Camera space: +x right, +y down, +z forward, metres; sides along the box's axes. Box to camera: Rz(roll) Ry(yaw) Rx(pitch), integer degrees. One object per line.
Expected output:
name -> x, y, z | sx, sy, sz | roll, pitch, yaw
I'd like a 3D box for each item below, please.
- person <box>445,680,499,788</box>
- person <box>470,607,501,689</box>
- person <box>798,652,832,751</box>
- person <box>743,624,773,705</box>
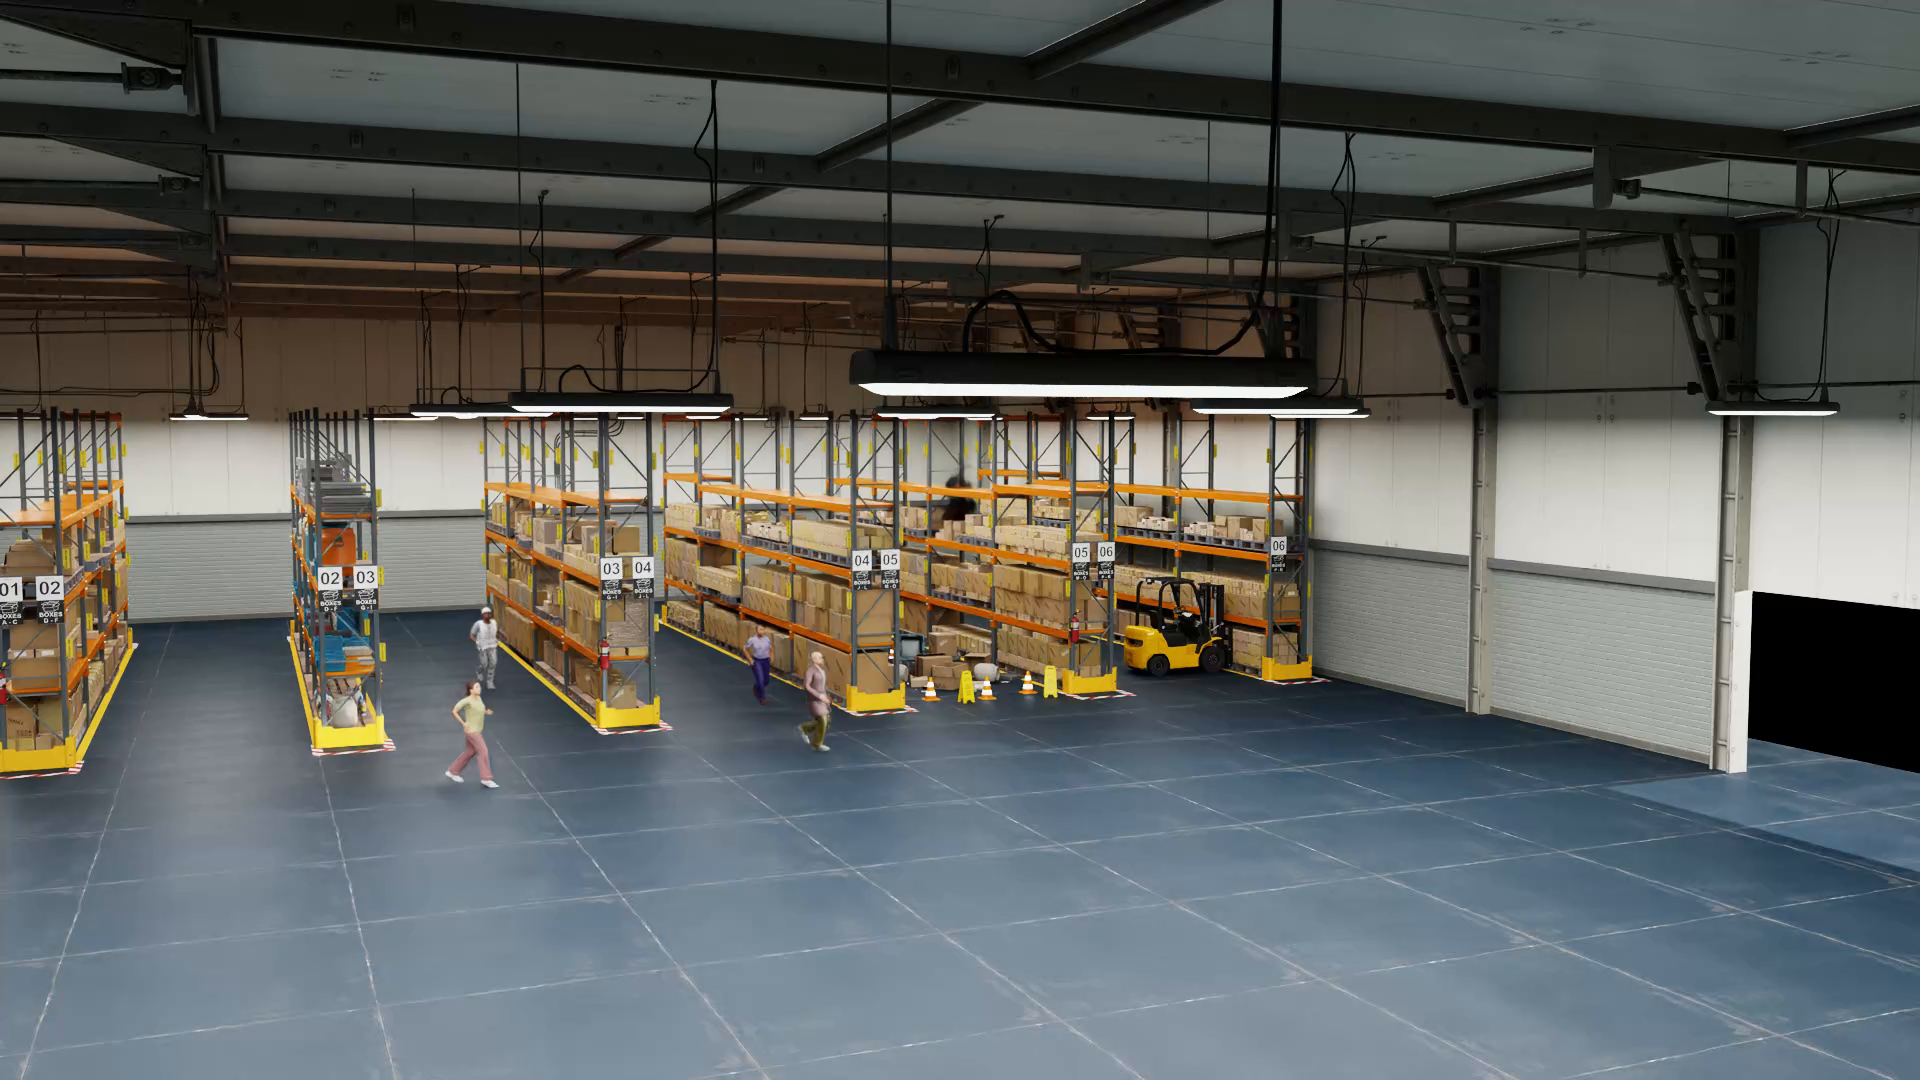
person -> -7.691, 3.049, 26.226 | 0.874, 1.703, 0.555 | 0, 4, 4
person -> -10.222, 2.329, 35.910 | 0.686, 1.752, 0.799 | -3, 5, -36
person -> -2.559, 2.819, 29.131 | 0.672, 1.737, 0.735 | 1, 4, 18
person -> -4.109, 2.532, 34.024 | 0.638, 1.622, 0.765 | -3, 5, -34
